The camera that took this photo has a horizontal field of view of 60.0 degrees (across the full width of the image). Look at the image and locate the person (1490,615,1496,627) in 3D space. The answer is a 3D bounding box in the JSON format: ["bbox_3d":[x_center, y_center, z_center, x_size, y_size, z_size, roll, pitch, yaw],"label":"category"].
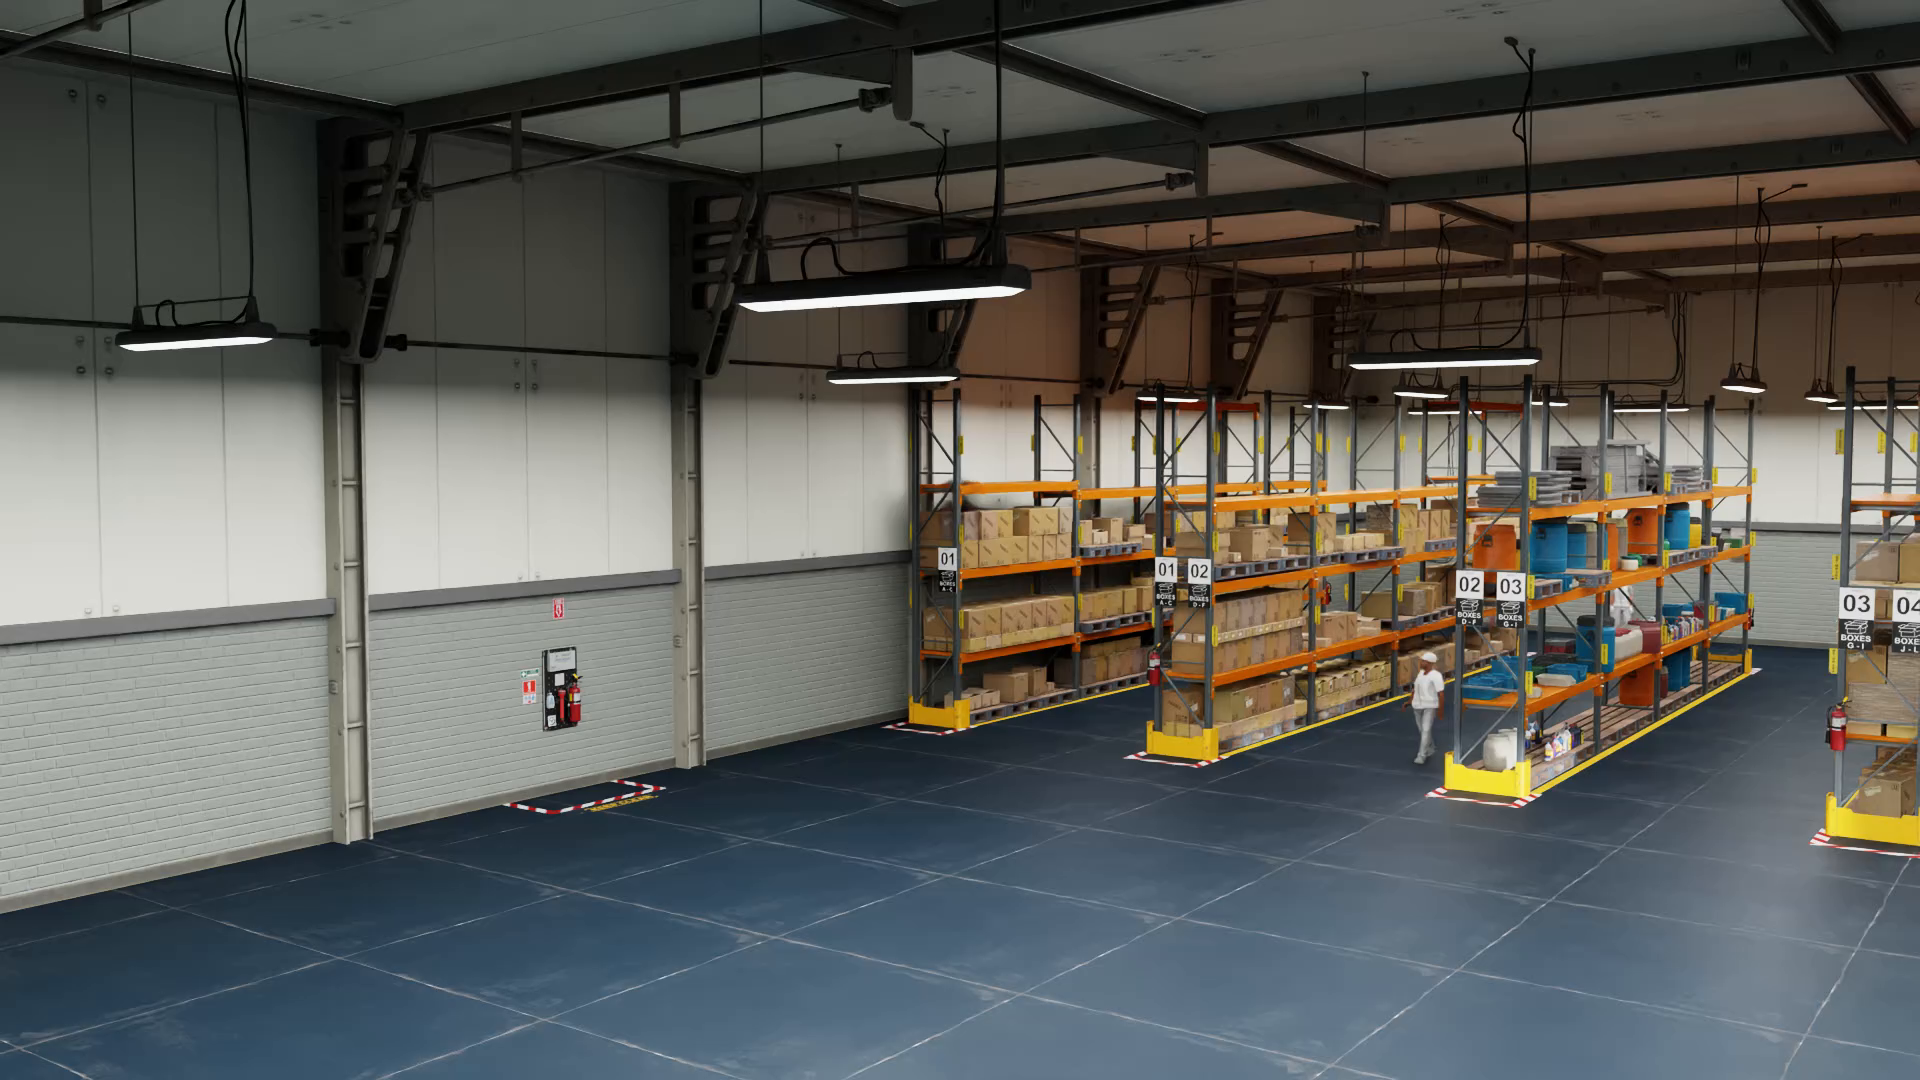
[{"bbox_3d":[13.924,1.749,43.062,0.454,1.735,0.349,1,3,20],"label":"person"}]

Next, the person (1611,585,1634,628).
[{"bbox_3d":[16.707,1.733,41.931,0.538,1.834,0.384,1,4,23],"label":"person"}]

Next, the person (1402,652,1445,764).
[{"bbox_3d":[7.333,2.638,26.312,0.694,1.729,0.986,3,4,40],"label":"person"}]
